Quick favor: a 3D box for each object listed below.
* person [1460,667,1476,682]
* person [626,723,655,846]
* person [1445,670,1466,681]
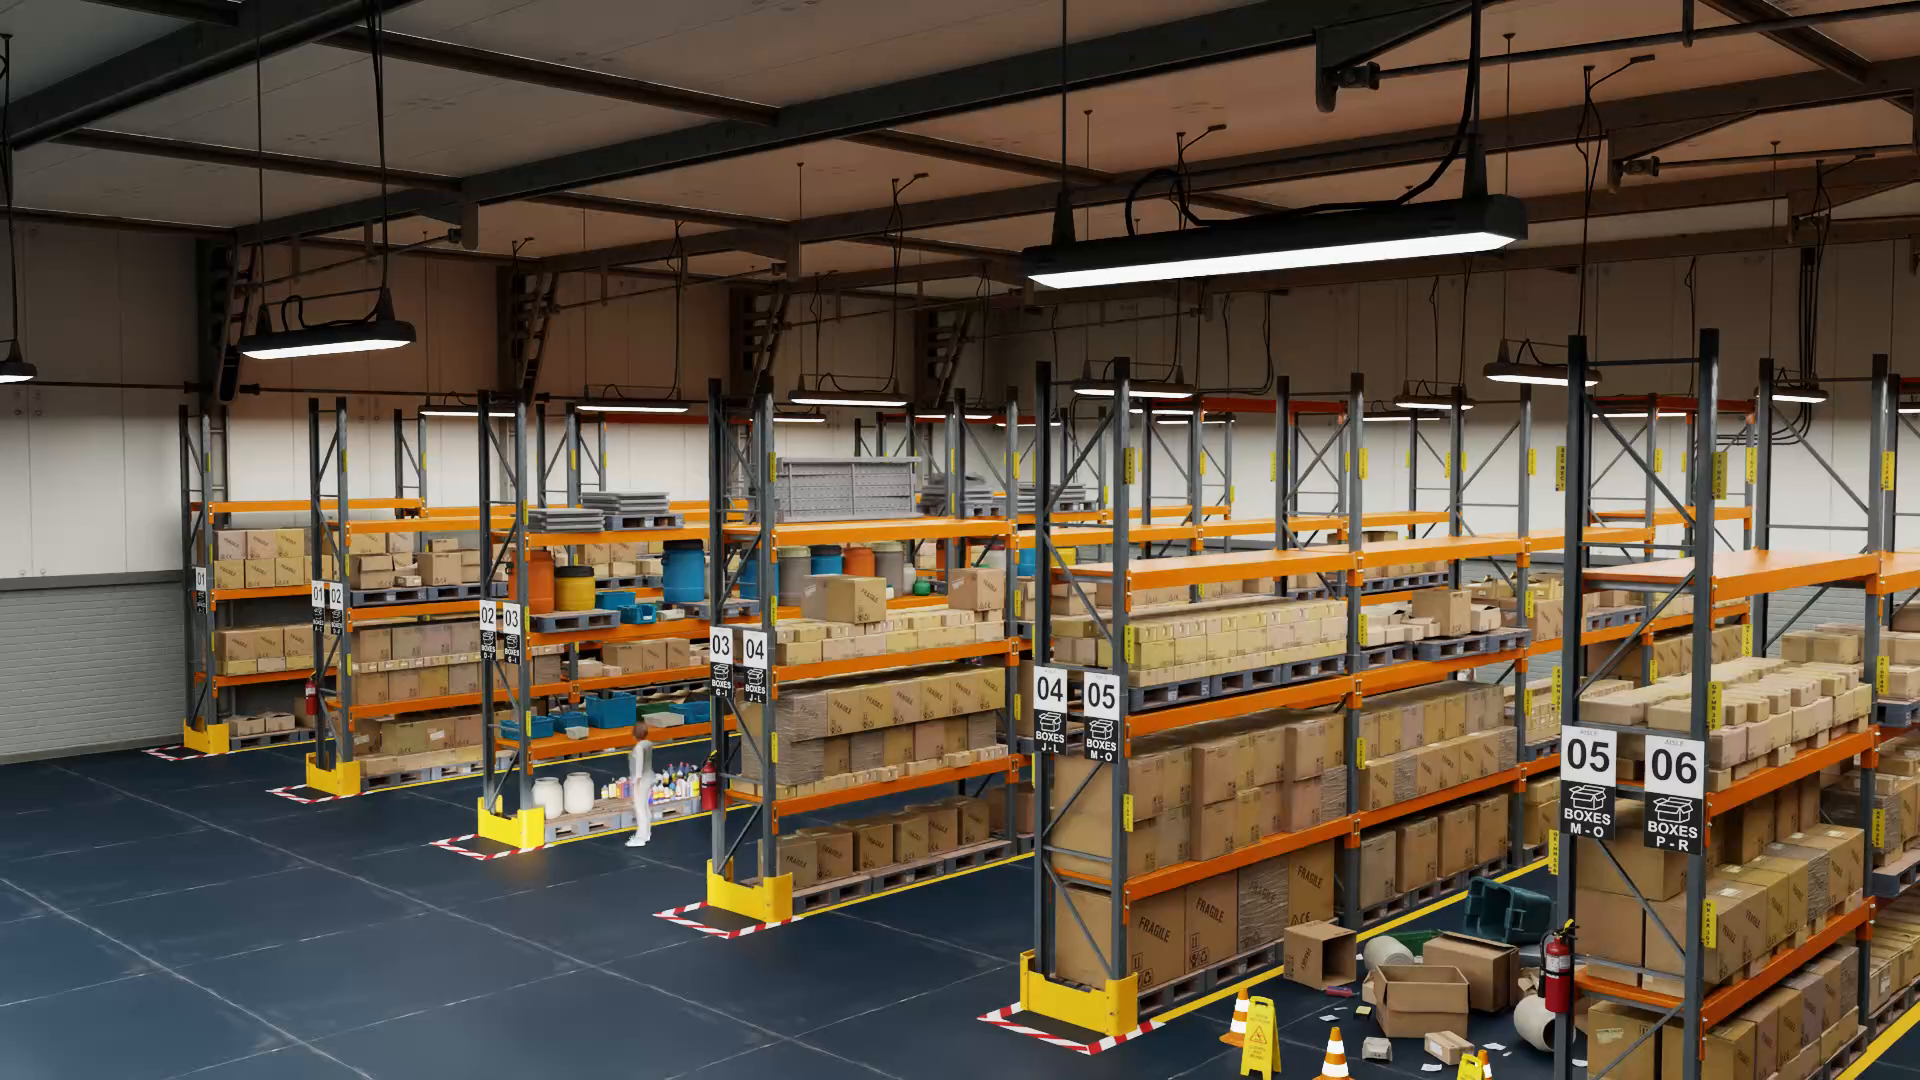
[{"bbox_3d":[9.627,2.644,31.574,0.506,1.691,0.455,-1,3,-17],"label":"person"},{"bbox_3d":[-4.215,3.206,21.893,0.380,1.601,0.459,0,3,6],"label":"person"},{"bbox_3d":[8.167,2.833,27.576,0.426,1.795,0.684,1,3,17],"label":"person"}]
